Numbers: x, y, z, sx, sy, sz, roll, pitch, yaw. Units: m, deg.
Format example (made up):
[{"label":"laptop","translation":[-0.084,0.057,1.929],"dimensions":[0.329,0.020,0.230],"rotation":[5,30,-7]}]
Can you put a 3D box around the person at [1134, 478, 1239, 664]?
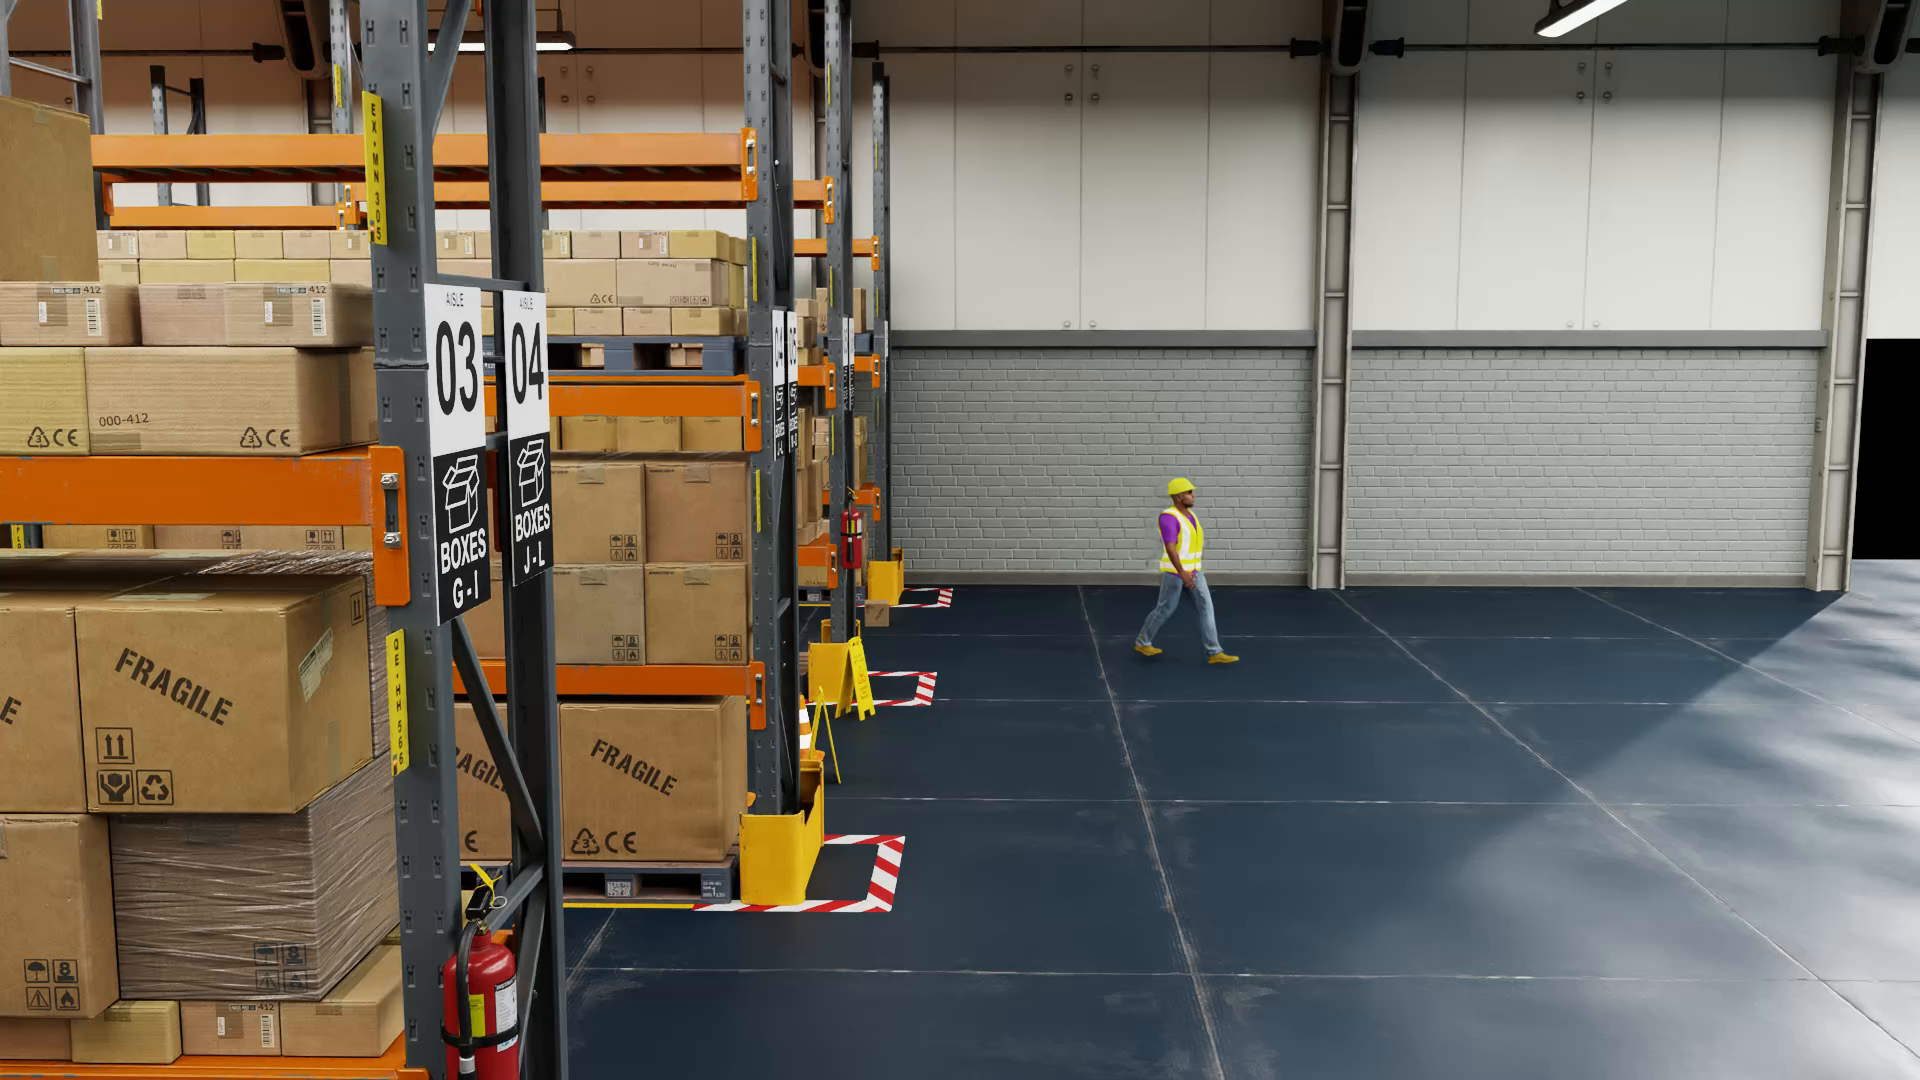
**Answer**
[{"label":"person","translation":[2.091,0.288,15.381],"dimensions":[1.026,1.720,0.436],"rotation":[6,10,42]}]
